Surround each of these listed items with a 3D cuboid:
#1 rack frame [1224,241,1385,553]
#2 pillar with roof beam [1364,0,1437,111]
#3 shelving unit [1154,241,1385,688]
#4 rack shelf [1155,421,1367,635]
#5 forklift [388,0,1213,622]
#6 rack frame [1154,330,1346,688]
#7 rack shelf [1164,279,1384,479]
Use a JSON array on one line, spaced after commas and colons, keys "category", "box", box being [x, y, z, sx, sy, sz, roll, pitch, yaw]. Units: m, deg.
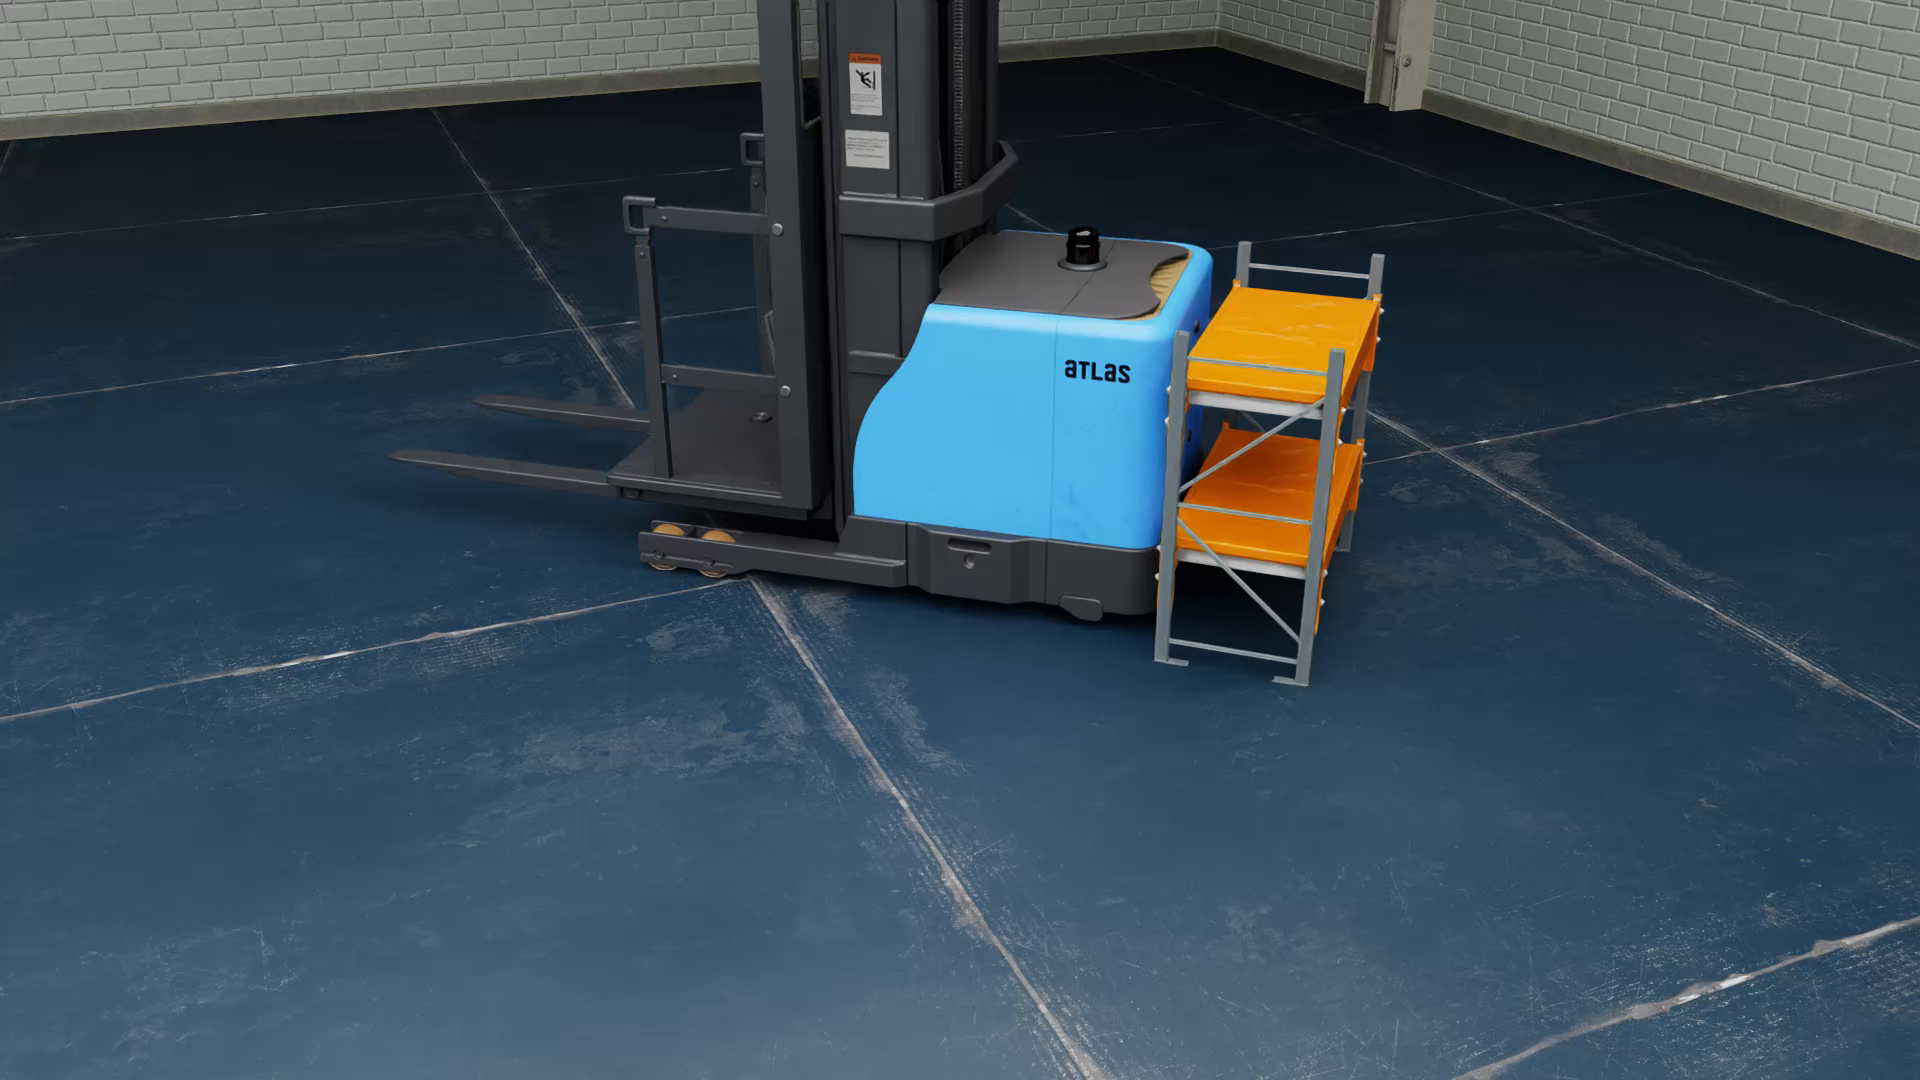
[{"category": "rack frame", "box": [1.211, -0.500, 5.989, 0.500, 1.125, 0.032, 9, 27, 17]}, {"category": "pillar with roof beam", "box": [-0.453, -6.823, 9.968, 9.100, 9.000, 0.400, -11, 28, -21]}, {"category": "shelving unit", "box": [1.044, -0.289, 5.558, 0.538, 1.125, 1.048, 9, 27, 17]}, {"category": "rack shelf", "box": [1.043, -0.069, 5.665, 0.538, 0.278, 1.000, 9, 27, 17]}, {"category": "forklift", "box": [-0.657, -1.394, 5.765, 3.031, 2.935, 1.130, 7, 27, 14]}, {"category": "rack frame", "box": [0.876, -0.078, 5.127, 0.500, 1.125, 0.032, 9, 27, 17]}, {"category": "rack shelf", "box": [1.044, -0.552, 5.429, 0.538, 0.278, 1.000, 9, 27, 17]}]
